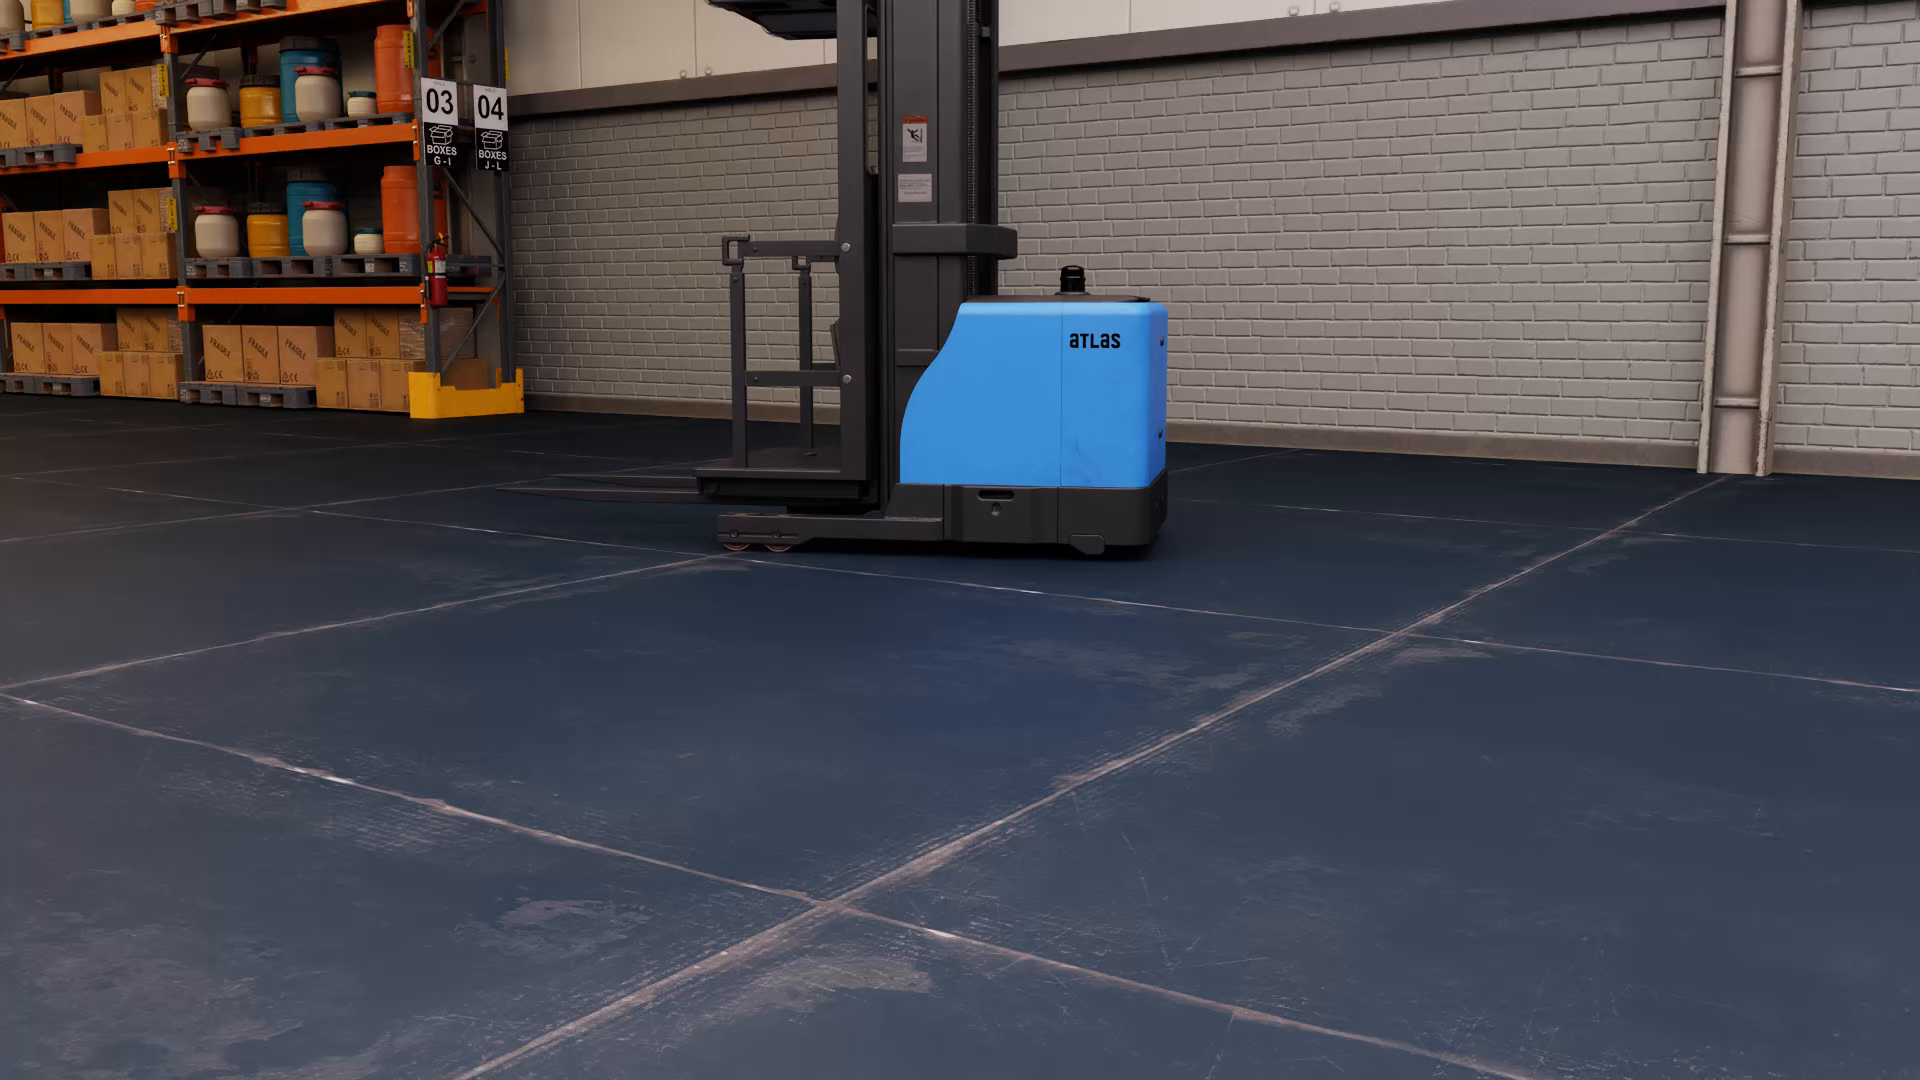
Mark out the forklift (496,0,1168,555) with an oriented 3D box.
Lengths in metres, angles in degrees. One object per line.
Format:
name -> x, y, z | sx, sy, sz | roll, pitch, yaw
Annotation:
forklift -> -0.596, -1.469, 7.520 | 3.031, 2.935, 1.130 | 2, 8, 12
